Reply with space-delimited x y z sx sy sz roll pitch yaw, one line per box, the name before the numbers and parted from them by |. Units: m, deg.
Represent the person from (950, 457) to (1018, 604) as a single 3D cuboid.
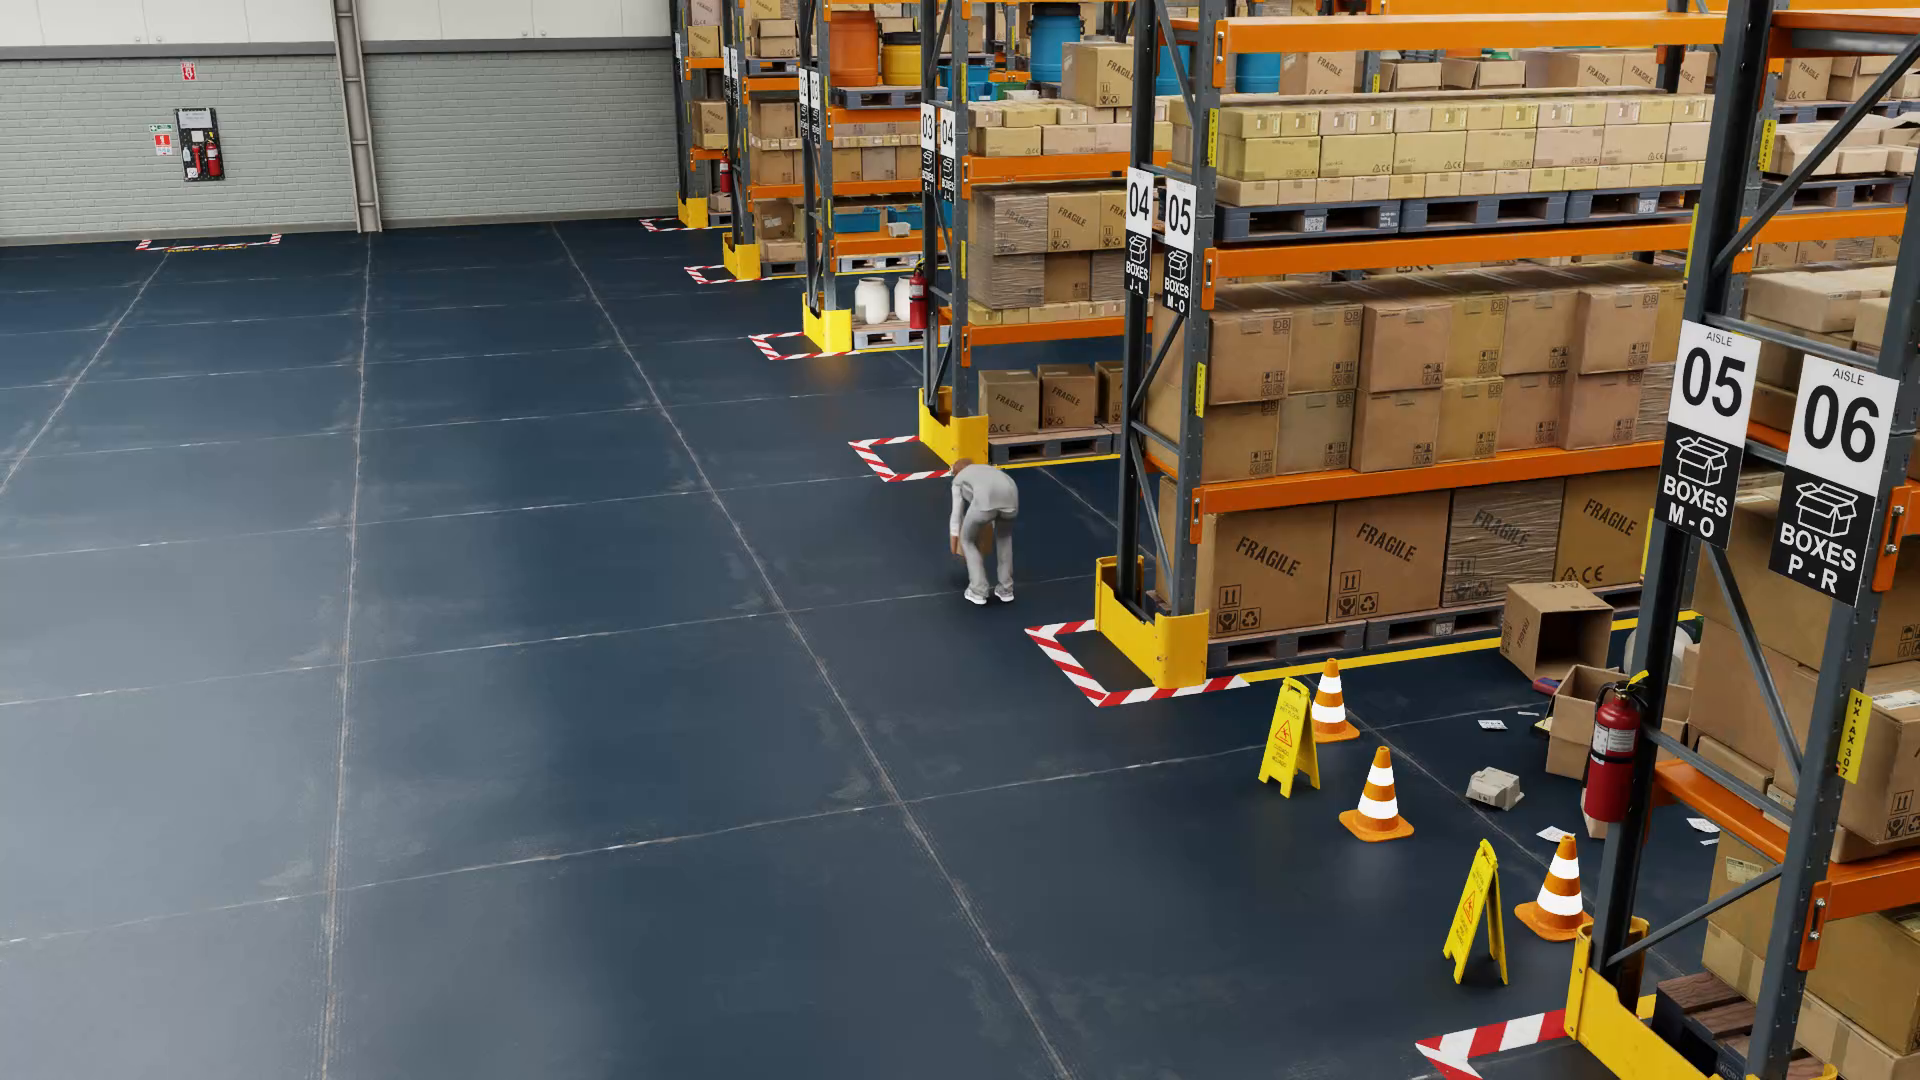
person | 0.153 -0.091 12.249 0.399 0.991 0.872 -7 21 -19
